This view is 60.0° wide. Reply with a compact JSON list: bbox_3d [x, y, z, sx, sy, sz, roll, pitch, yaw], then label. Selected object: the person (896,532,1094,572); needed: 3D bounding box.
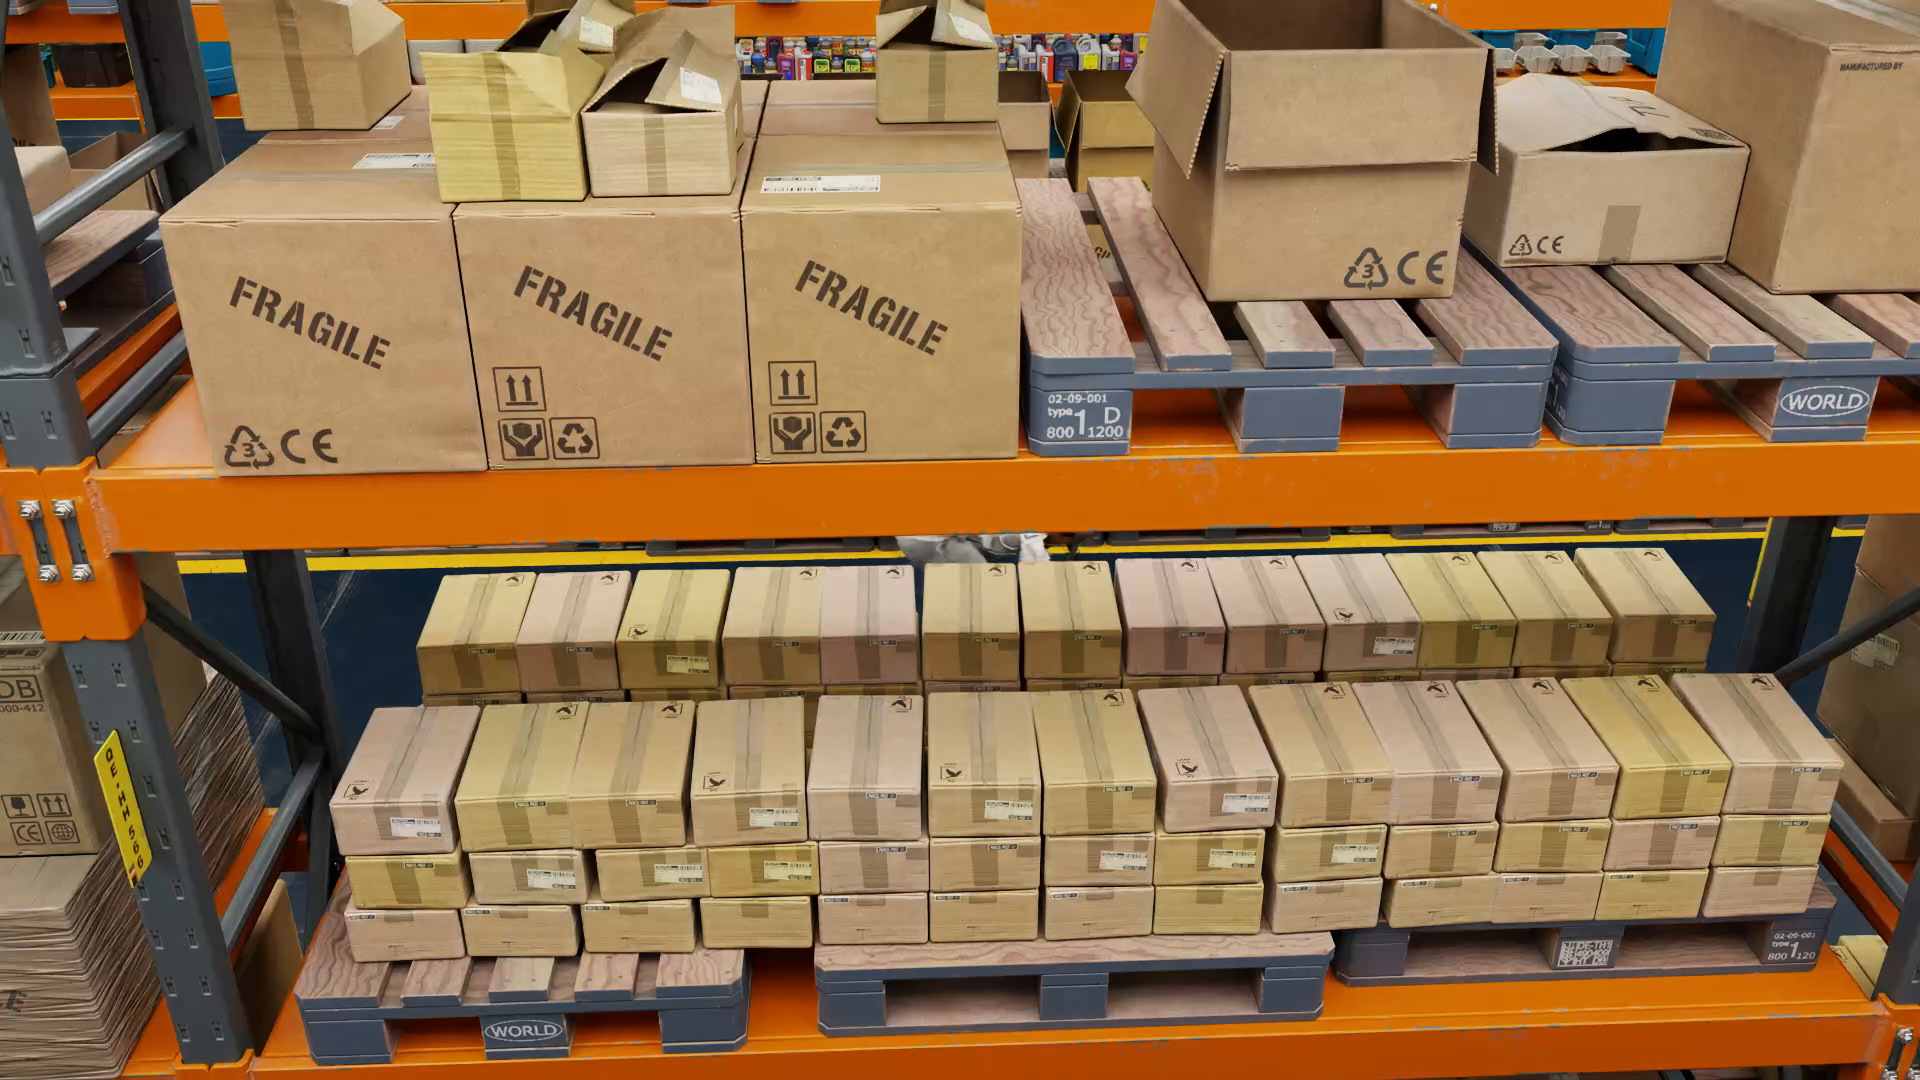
[{"bbox_3d":[0.149,0.123,7.639,0.939,0.966,0.511,-3,28,-5],"label":"person"}]
